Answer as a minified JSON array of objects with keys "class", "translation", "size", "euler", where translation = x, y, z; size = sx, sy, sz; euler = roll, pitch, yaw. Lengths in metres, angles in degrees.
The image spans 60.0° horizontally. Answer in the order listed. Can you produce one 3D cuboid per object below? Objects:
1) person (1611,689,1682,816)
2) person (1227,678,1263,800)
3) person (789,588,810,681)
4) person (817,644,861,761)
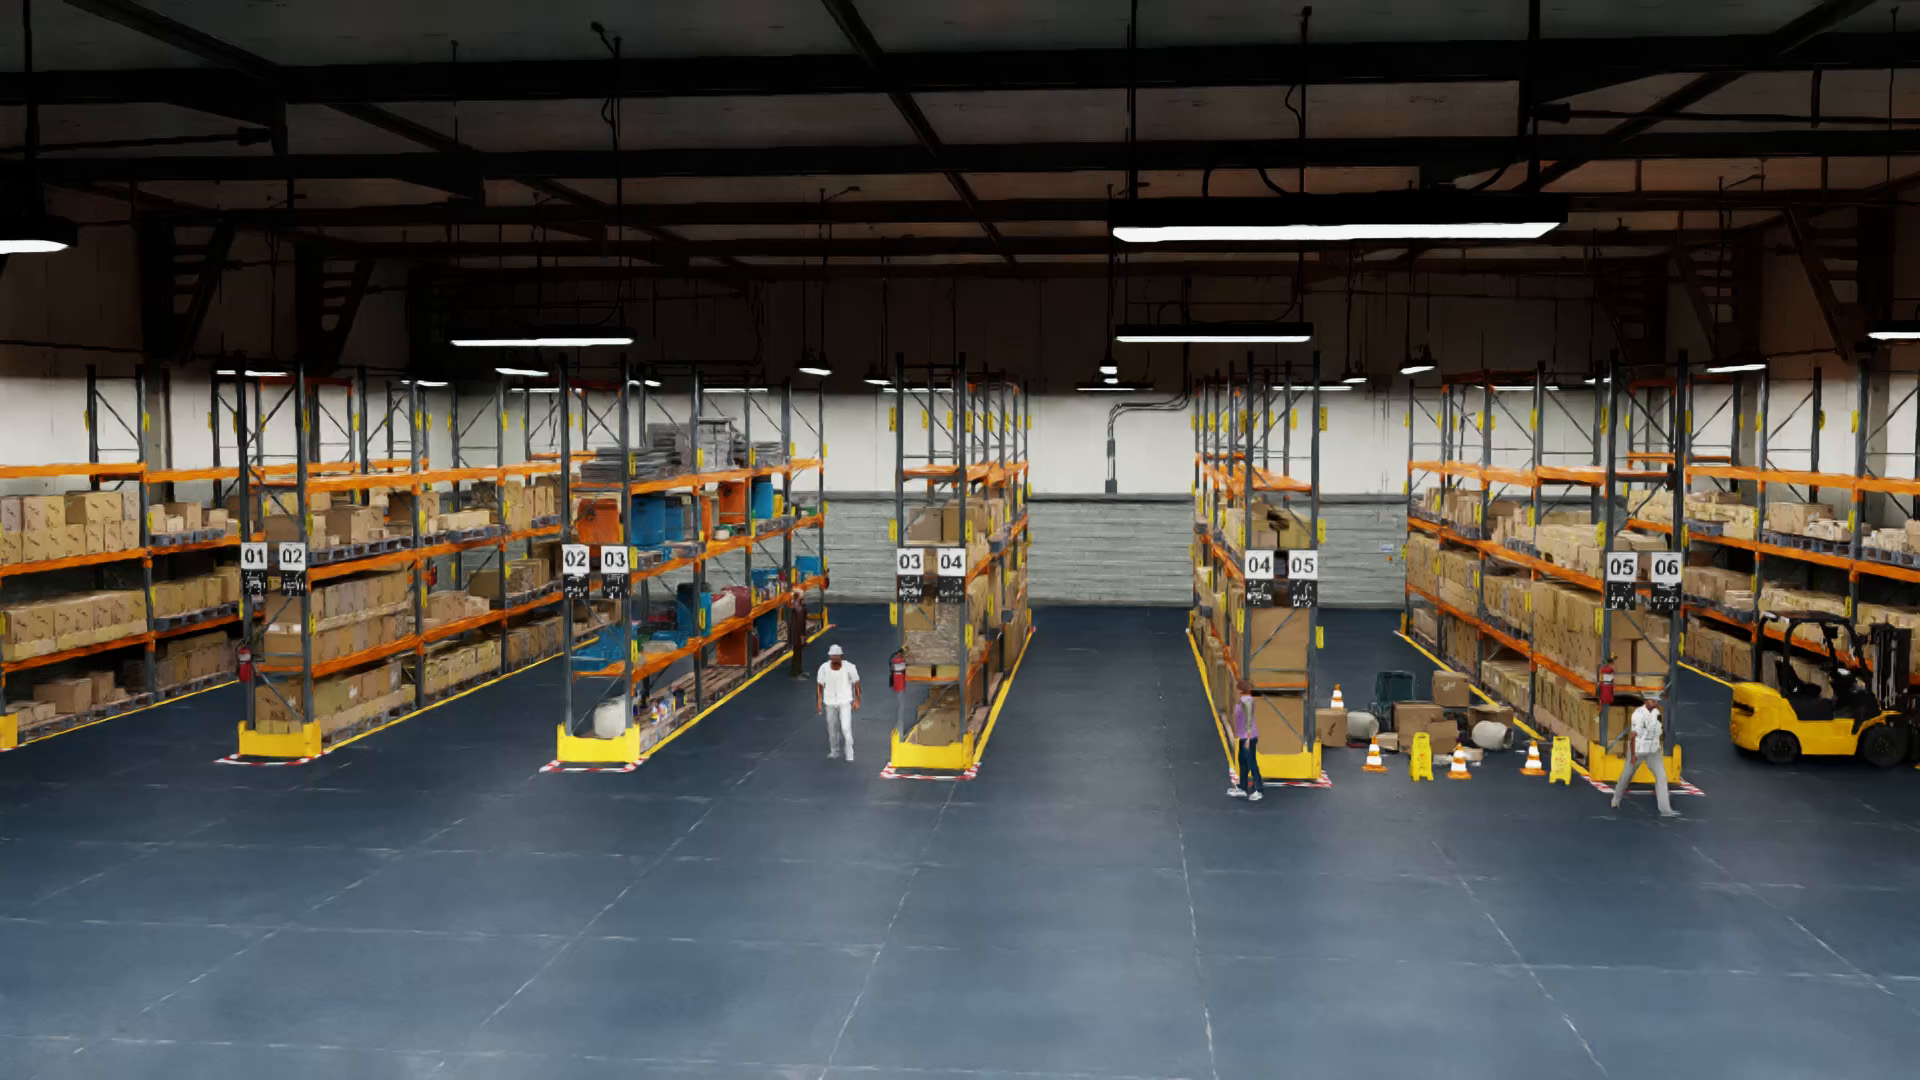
[{"class":"person","translation":[8.742,2.683,21.229],"size":[0.489,1.620,0.938],"euler":[-1,4,-18]},{"class":"person","translation":[3.807,2.628,22.099],"size":[0.443,1.595,0.518],"euler":[0,4,3]},{"class":"person","translation":[-3.095,1.806,32.165],"size":[0.450,1.782,0.670],"euler":[-1,4,-16]},{"class":"person","translation":[-1.793,2.389,24.604],"size":[0.644,1.731,0.601],"euler":[1,4,7]}]
